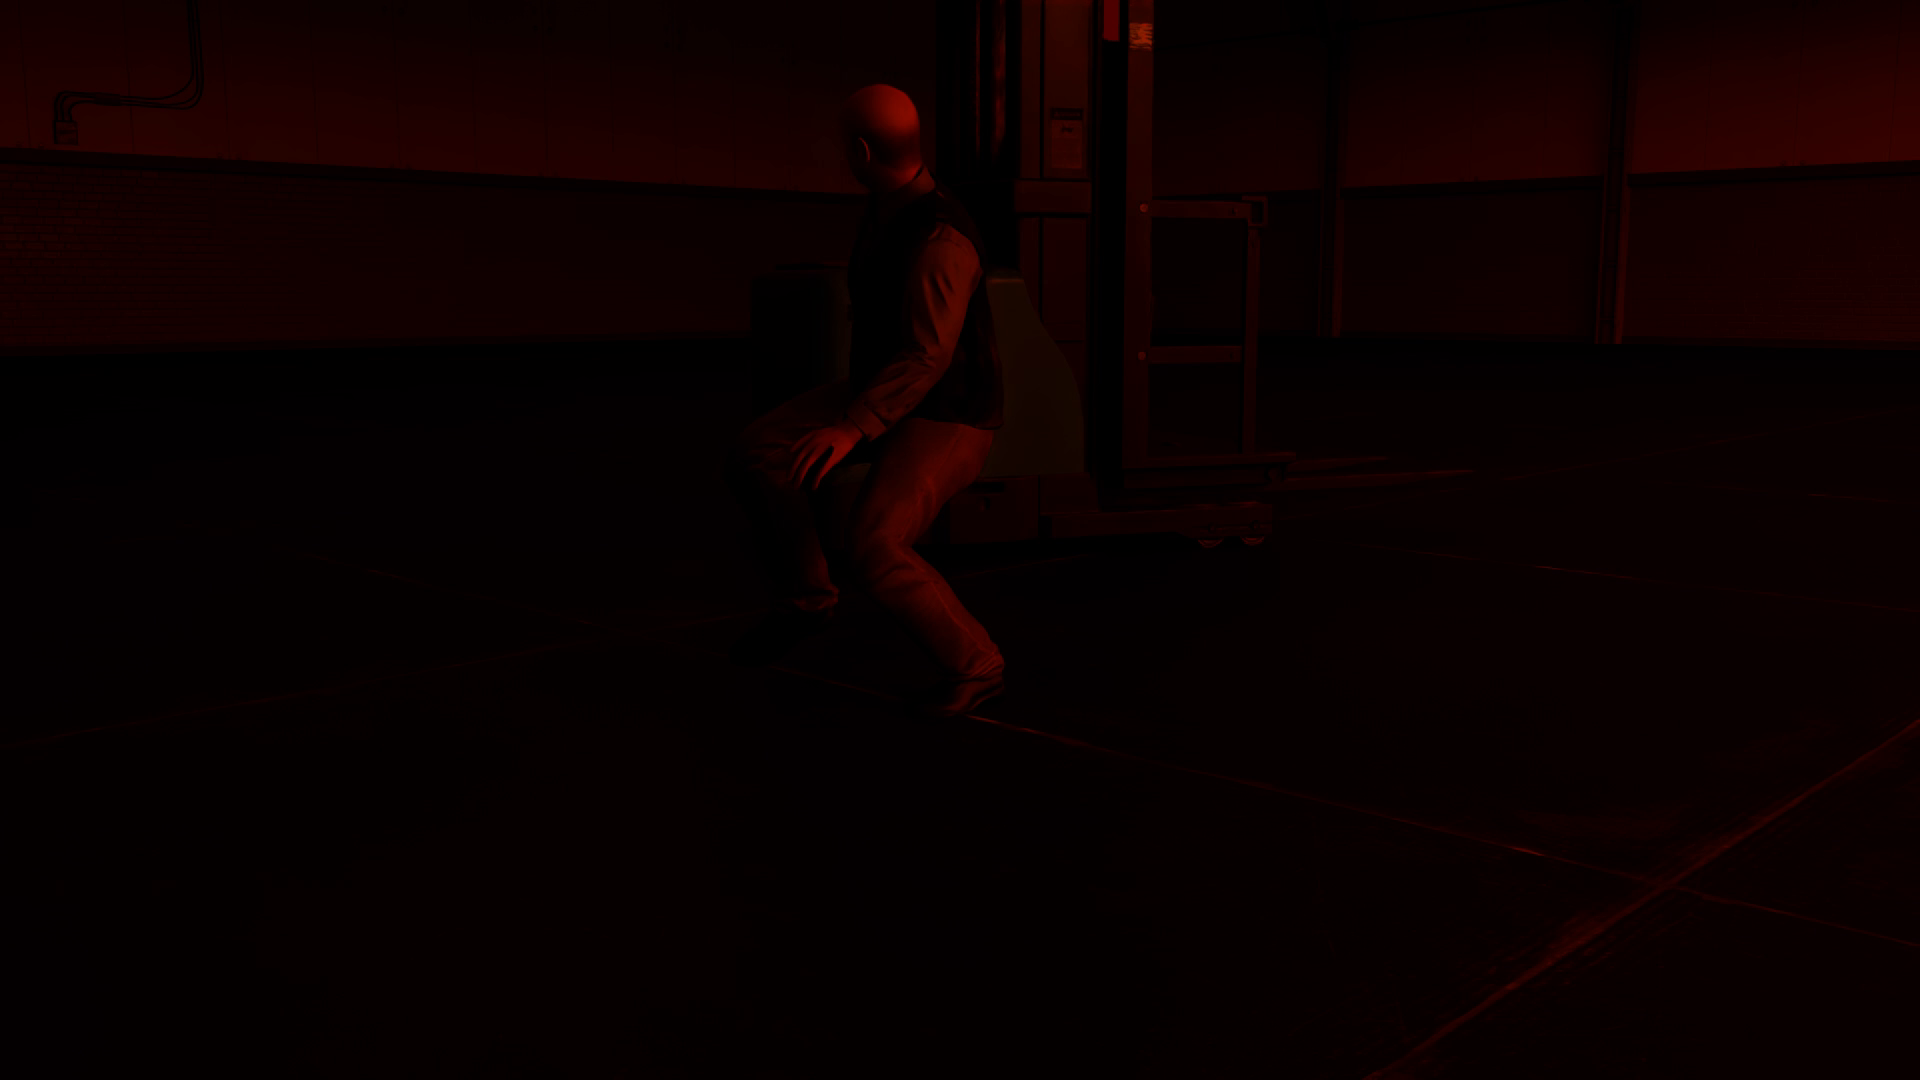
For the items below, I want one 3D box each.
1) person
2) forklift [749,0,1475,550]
[{"bbox_3d":[-0.223,-0.337,4.095,0.688,1.500,0.772,-5,10,-32],"label":"person"},{"bbox_3d":[0.705,-1.491,6.779,3.031,2.935,1.130,-3,9,-21],"label":"forklift"}]
